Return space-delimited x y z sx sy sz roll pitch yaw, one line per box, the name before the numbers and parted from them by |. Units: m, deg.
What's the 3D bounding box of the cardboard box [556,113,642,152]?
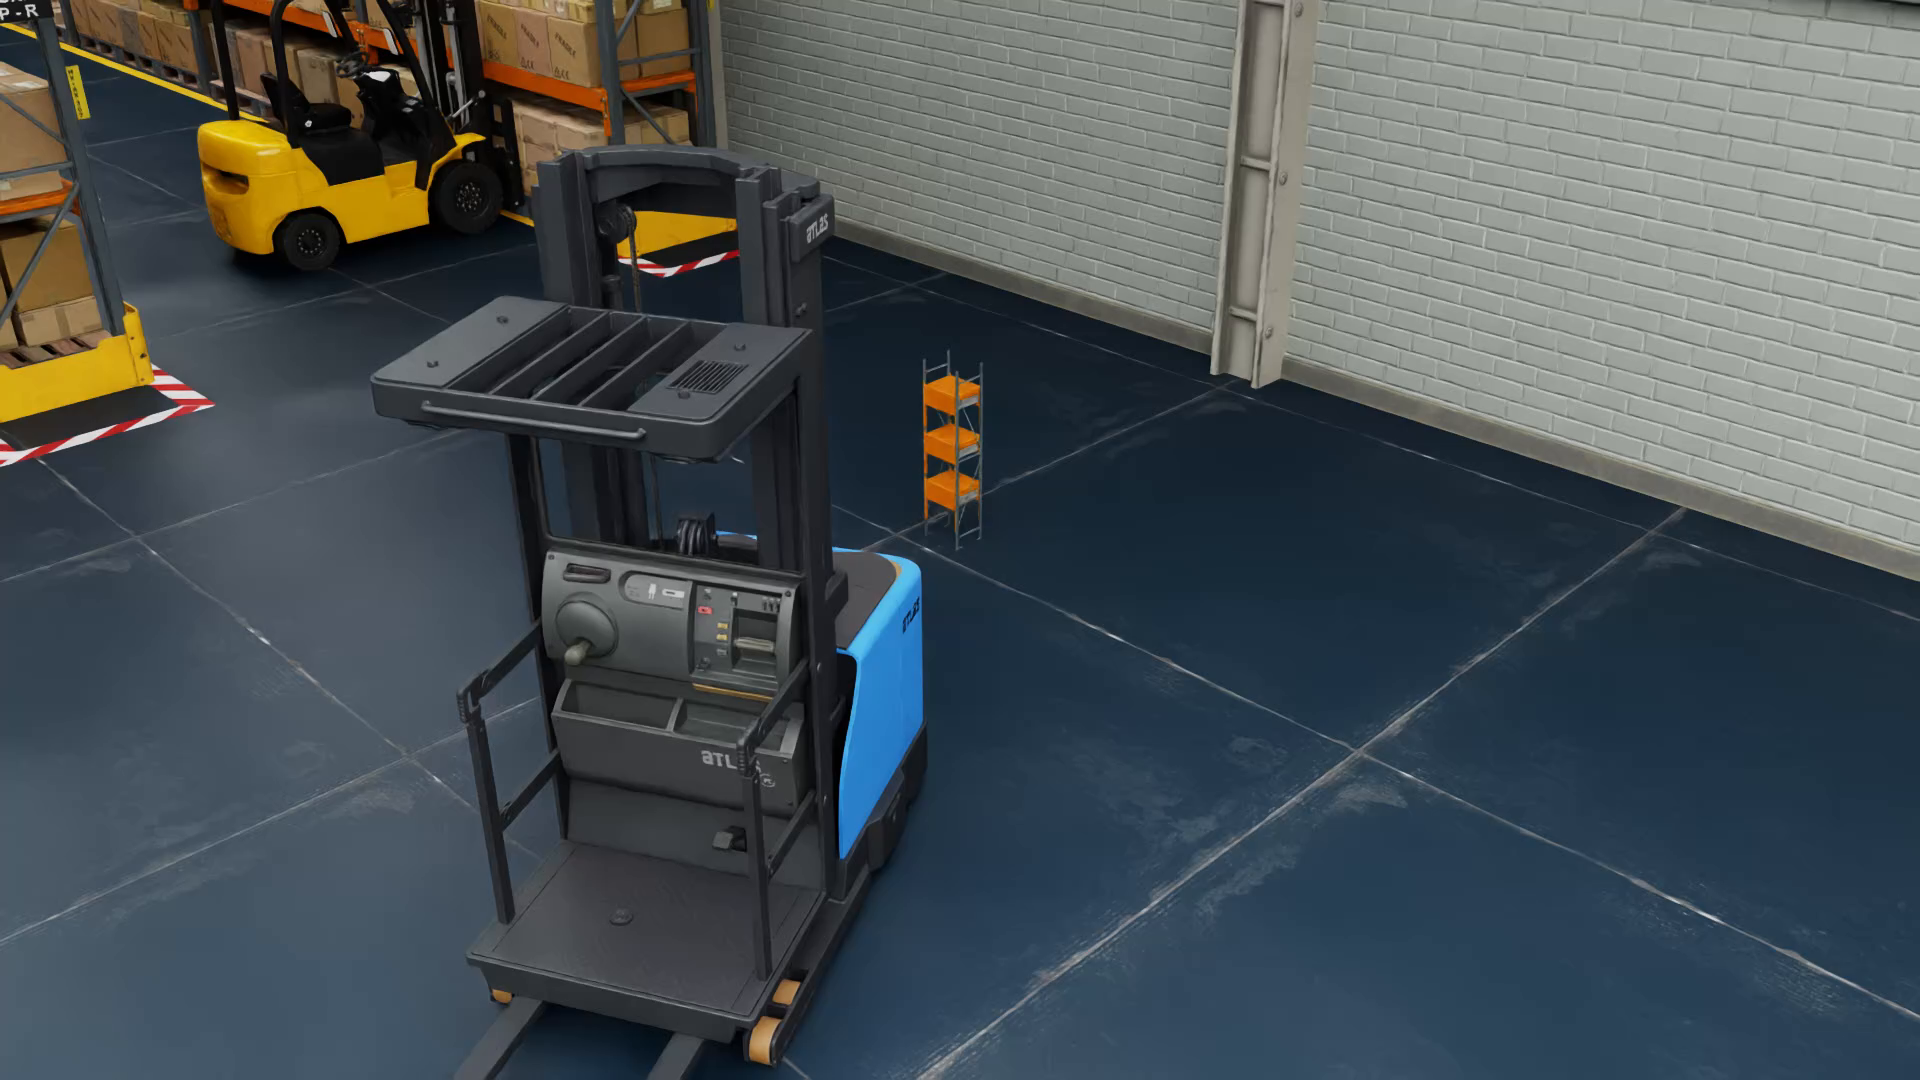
cardboard box | -2.997 -3.349 13.825 0.500 0.250 0.500 -24 36 -38

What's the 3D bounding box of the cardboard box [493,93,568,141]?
cardboard box | -3.732 -3.675 14.445 0.500 0.250 0.500 -25 37 -39

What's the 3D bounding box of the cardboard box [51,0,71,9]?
cardboard box | -11.864 -6.983 21.794 0.396 0.266 0.258 -24 36 -37

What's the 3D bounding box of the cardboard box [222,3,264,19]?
cardboard box | -8.308 -6.142 19.244 0.380 0.149 0.250 -23 35 -37

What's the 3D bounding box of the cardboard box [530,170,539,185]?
cardboard box | -3.354 -3.074 14.376 0.500 0.250 0.500 25 36 38

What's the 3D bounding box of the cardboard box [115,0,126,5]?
cardboard box | -9.962 -6.562 20.045 0.380 0.149 0.250 -24 36 -37

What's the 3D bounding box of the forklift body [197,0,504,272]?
forklift body | -5.081 -3.529 13.650 1.214 2.155 2.313 25 36 38

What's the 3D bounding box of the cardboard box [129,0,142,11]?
cardboard box | -9.610 -6.387 19.711 0.250 0.149 0.380 23 35 36

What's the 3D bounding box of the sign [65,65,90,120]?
sign | -5.547 -2.806 10.433 0.005 0.325 0.100 25 36 38

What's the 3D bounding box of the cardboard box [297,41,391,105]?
cardboard box | -6.230 -4.753 17.167 0.625 0.625 0.875 24 36 38

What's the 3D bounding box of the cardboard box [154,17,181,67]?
cardboard box | -8.956 -5.814 19.319 0.500 0.500 0.500 24 36 38

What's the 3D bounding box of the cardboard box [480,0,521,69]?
cardboard box | -3.714 -4.348 14.189 0.500 0.500 0.500 24 36 37

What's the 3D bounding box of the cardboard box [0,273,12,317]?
cardboard box | -6.681 -1.718 10.992 0.500 0.500 0.500 25 37 39

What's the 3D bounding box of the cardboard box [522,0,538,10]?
cardboard box | -3.407 -4.506 13.791 0.250 0.149 0.380 24 36 38

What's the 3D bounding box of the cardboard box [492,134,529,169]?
cardboard box | -3.749 -3.465 14.583 0.500 0.250 0.500 24 36 37

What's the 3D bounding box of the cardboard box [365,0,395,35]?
cardboard box | -5.169 -5.009 15.446 0.500 0.500 0.500 23 36 37

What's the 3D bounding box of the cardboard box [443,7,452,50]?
cardboard box | -4.424 -4.680 14.819 0.500 0.500 0.500 24 36 38

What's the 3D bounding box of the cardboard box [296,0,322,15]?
cardboard box | -6.207 -5.370 16.400 0.500 0.250 0.500 24 36 38

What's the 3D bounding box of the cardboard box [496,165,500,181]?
cardboard box | -4.091 -3.402 15.000 0.500 0.250 0.500 -24 36 -38

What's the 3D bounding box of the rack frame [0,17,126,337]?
rack frame | -5.927 -2.242 10.292 0.127 3.000 1.000 25 36 38

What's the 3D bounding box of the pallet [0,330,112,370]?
pallet | -6.536 -1.310 11.514 1.213 0.211 1.003 25 36 38

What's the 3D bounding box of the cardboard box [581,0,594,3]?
cardboard box | -2.853 -4.401 13.273 0.250 0.149 0.380 25 36 38

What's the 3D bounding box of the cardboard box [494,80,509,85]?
cardboard box | -4.093 -4.181 15.408 0.500 0.250 0.500 25 37 39

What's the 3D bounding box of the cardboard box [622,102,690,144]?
cardboard box | -2.660 -3.522 14.154 0.500 0.250 0.500 24 36 38

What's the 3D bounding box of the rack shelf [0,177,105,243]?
rack shelf | -7.353 -2.577 11.700 4.000 0.370 1.077 25 36 38

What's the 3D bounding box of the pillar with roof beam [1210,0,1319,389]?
pillar with roof beam | -1.054 -3.686 6.591 0.400 9.000 9.100 25 36 38

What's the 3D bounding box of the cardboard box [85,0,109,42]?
cardboard box | -10.433 -6.483 20.591 0.500 0.500 0.500 24 36 38

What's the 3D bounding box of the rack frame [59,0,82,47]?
rack frame | -11.007 -7.806 20.873 0.127 3.000 1.000 25 36 38

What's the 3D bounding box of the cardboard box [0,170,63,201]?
cardboard box | -6.024 -2.311 10.692 0.250 0.149 0.380 25 37 39

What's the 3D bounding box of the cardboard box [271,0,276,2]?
cardboard box | -6.913 -5.708 17.043 0.500 0.250 0.500 -24 36 -38

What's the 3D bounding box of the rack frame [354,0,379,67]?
rack frame | -5.302 -5.196 15.909 0.127 3.000 1.000 25 36 38

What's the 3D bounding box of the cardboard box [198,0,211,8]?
cardboard box | -8.712 -6.292 19.530 0.380 0.149 0.250 -25 37 -39

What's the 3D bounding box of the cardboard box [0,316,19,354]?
cardboard box | -6.709 -1.394 11.181 0.500 0.250 0.500 24 36 38

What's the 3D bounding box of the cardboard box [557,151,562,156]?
cardboard box | -3.016 -3.136 13.957 0.500 0.250 0.500 24 36 38

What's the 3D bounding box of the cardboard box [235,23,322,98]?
cardboard box | -7.248 -5.217 18.050 0.875 0.625 0.625 -24 36 -38

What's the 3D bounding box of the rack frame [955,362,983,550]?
rack frame | 0.049 -0.442 8.963 0.008 1.050 0.200 25 36 38

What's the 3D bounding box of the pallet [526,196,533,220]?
pallet | -3.025 -2.892 14.524 1.213 0.211 1.003 25 36 38

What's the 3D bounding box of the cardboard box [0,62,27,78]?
cardboard box | -6.442 -2.833 10.988 0.500 0.500 0.500 -24 36 -38

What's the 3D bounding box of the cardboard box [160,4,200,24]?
cardboard box | -8.901 -6.024 19.021 0.250 0.149 0.380 22 35 36

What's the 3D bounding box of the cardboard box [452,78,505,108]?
cardboard box | -4.457 -4.017 15.095 0.500 0.250 0.500 -24 36 -38

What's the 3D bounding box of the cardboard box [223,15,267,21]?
cardboard box | -8.258 -5.811 19.314 0.500 0.500 0.500 -24 36 -37

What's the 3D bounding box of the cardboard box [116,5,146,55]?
cardboard box | -9.715 -6.147 19.953 0.500 0.500 0.500 23 35 37

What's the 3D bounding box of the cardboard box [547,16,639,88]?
cardboard box | -2.985 -4.009 13.543 0.500 0.500 0.500 24 36 37

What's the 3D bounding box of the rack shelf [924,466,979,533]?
rack shelf | -0.038 -0.227 9.173 0.240 0.259 0.215 25 36 38

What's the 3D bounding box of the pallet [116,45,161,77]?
pallet | -9.526 -5.921 20.284 1.213 0.211 1.003 25 36 38

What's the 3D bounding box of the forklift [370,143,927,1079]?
forklift | -1.061 0.319 5.495 1.130 2.935 3.031 8 29 15

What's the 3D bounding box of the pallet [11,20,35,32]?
pallet | -12.370 -7.195 22.706 1.213 0.211 1.003 25 36 38

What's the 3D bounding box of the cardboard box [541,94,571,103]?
cardboard box | -3.368 -3.851 14.779 0.500 0.250 0.500 24 36 38

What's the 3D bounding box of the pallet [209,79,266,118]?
pallet | -7.595 -4.986 18.505 1.213 0.211 1.003 25 36 38

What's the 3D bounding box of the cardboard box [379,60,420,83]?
cardboard box | -5.177 -4.346 15.720 0.500 0.250 0.500 24 36 38

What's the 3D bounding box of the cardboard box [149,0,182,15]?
cardboard box | -9.214 -6.226 19.404 0.380 0.149 0.250 -24 36 -38

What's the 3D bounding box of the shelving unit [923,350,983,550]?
shelving unit | -0.038 -0.482 9.039 0.252 1.050 0.215 25 36 38

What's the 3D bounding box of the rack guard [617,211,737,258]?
rack guard | -2.433 -2.777 13.994 0.348 0.500 1.175 25 36 38

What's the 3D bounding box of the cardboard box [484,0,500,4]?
cardboard box | -3.825 -4.653 14.071 0.250 0.149 0.380 25 37 39

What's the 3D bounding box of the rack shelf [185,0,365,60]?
rack shelf | -6.728 -5.530 17.317 4.000 0.370 1.077 25 36 38

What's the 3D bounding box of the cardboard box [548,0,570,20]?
cardboard box | -3.097 -4.316 13.431 0.380 0.149 0.250 -25 36 -38
